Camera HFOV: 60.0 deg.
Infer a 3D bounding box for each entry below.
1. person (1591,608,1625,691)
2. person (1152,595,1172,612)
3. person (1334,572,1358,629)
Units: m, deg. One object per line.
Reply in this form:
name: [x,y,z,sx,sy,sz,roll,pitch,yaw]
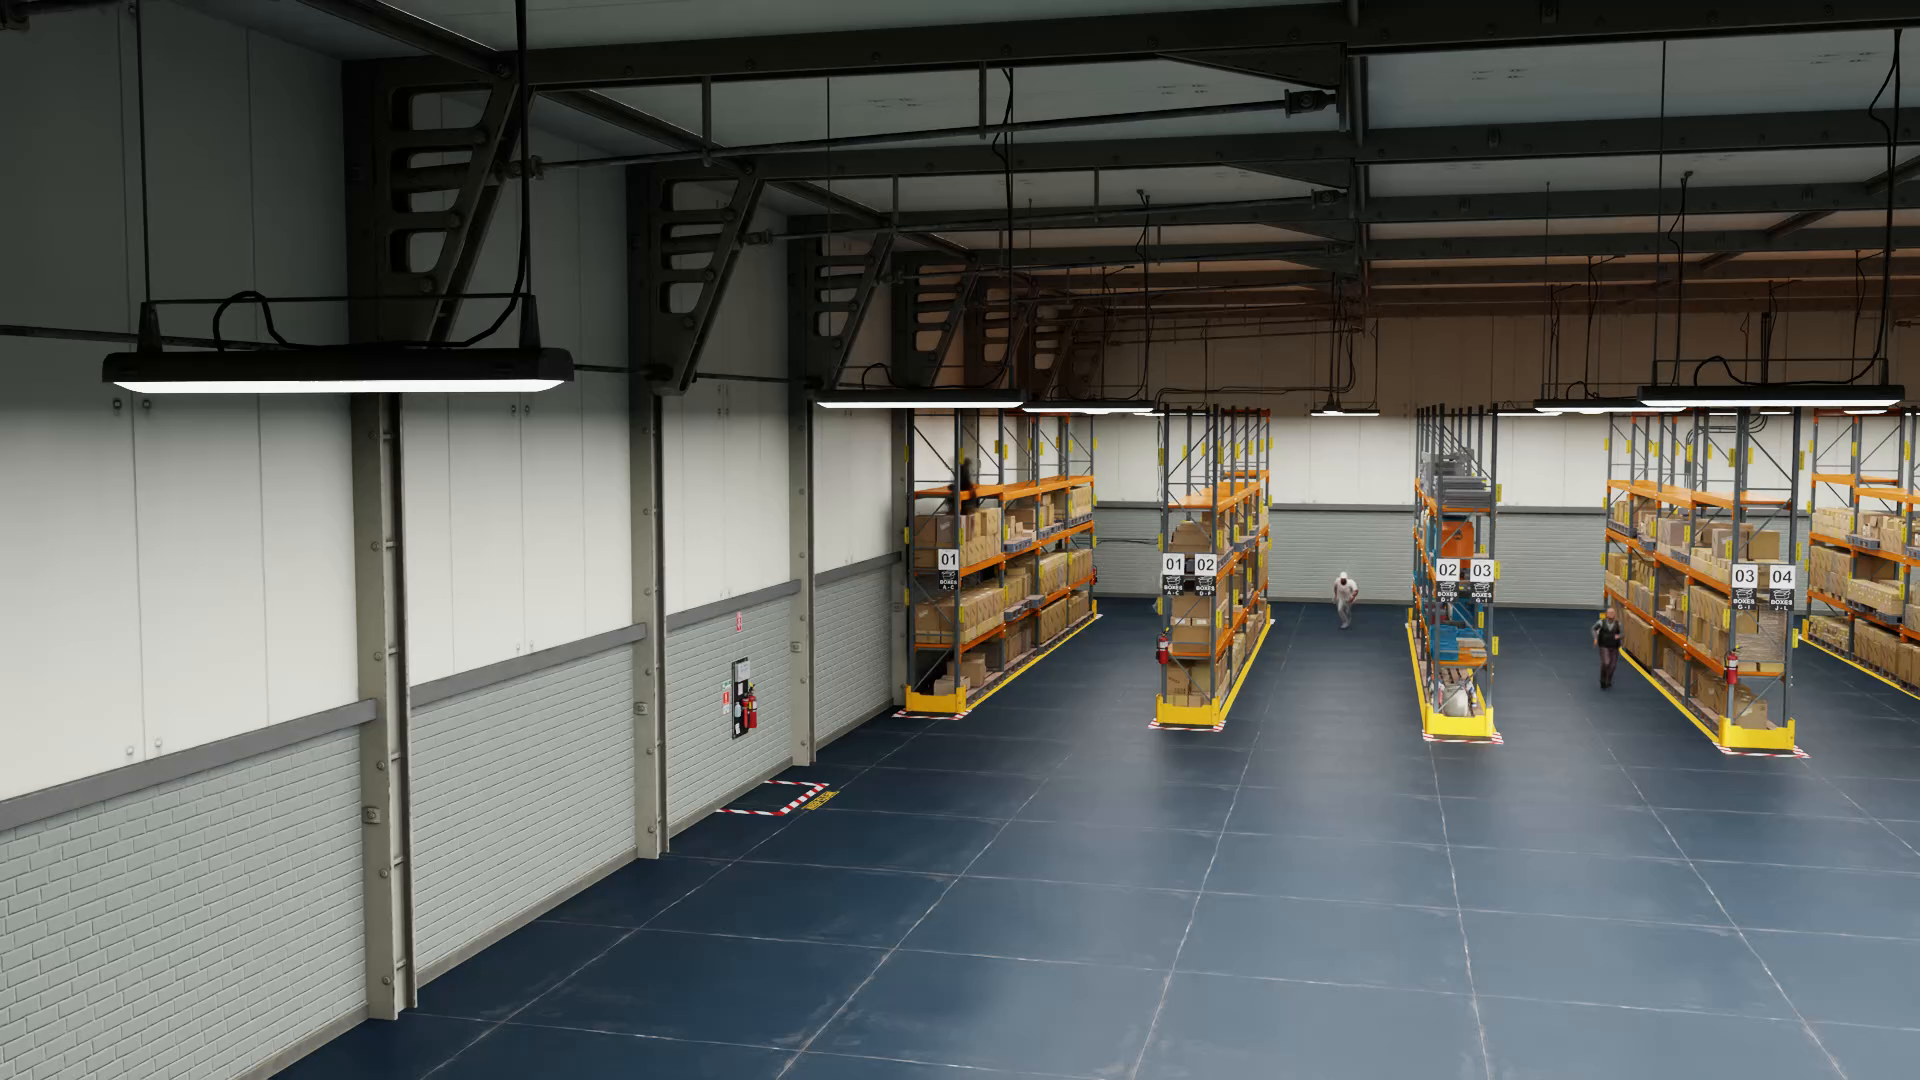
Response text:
person: [13.708,2.314,35.109,0.613,1.746,0.726,0,4,6]
person: [6.157,1.438,48.791,1.042,1.517,0.605,2,5,30]
person: [10.602,1.625,45.560,0.698,1.569,1.140,2,5,29]
